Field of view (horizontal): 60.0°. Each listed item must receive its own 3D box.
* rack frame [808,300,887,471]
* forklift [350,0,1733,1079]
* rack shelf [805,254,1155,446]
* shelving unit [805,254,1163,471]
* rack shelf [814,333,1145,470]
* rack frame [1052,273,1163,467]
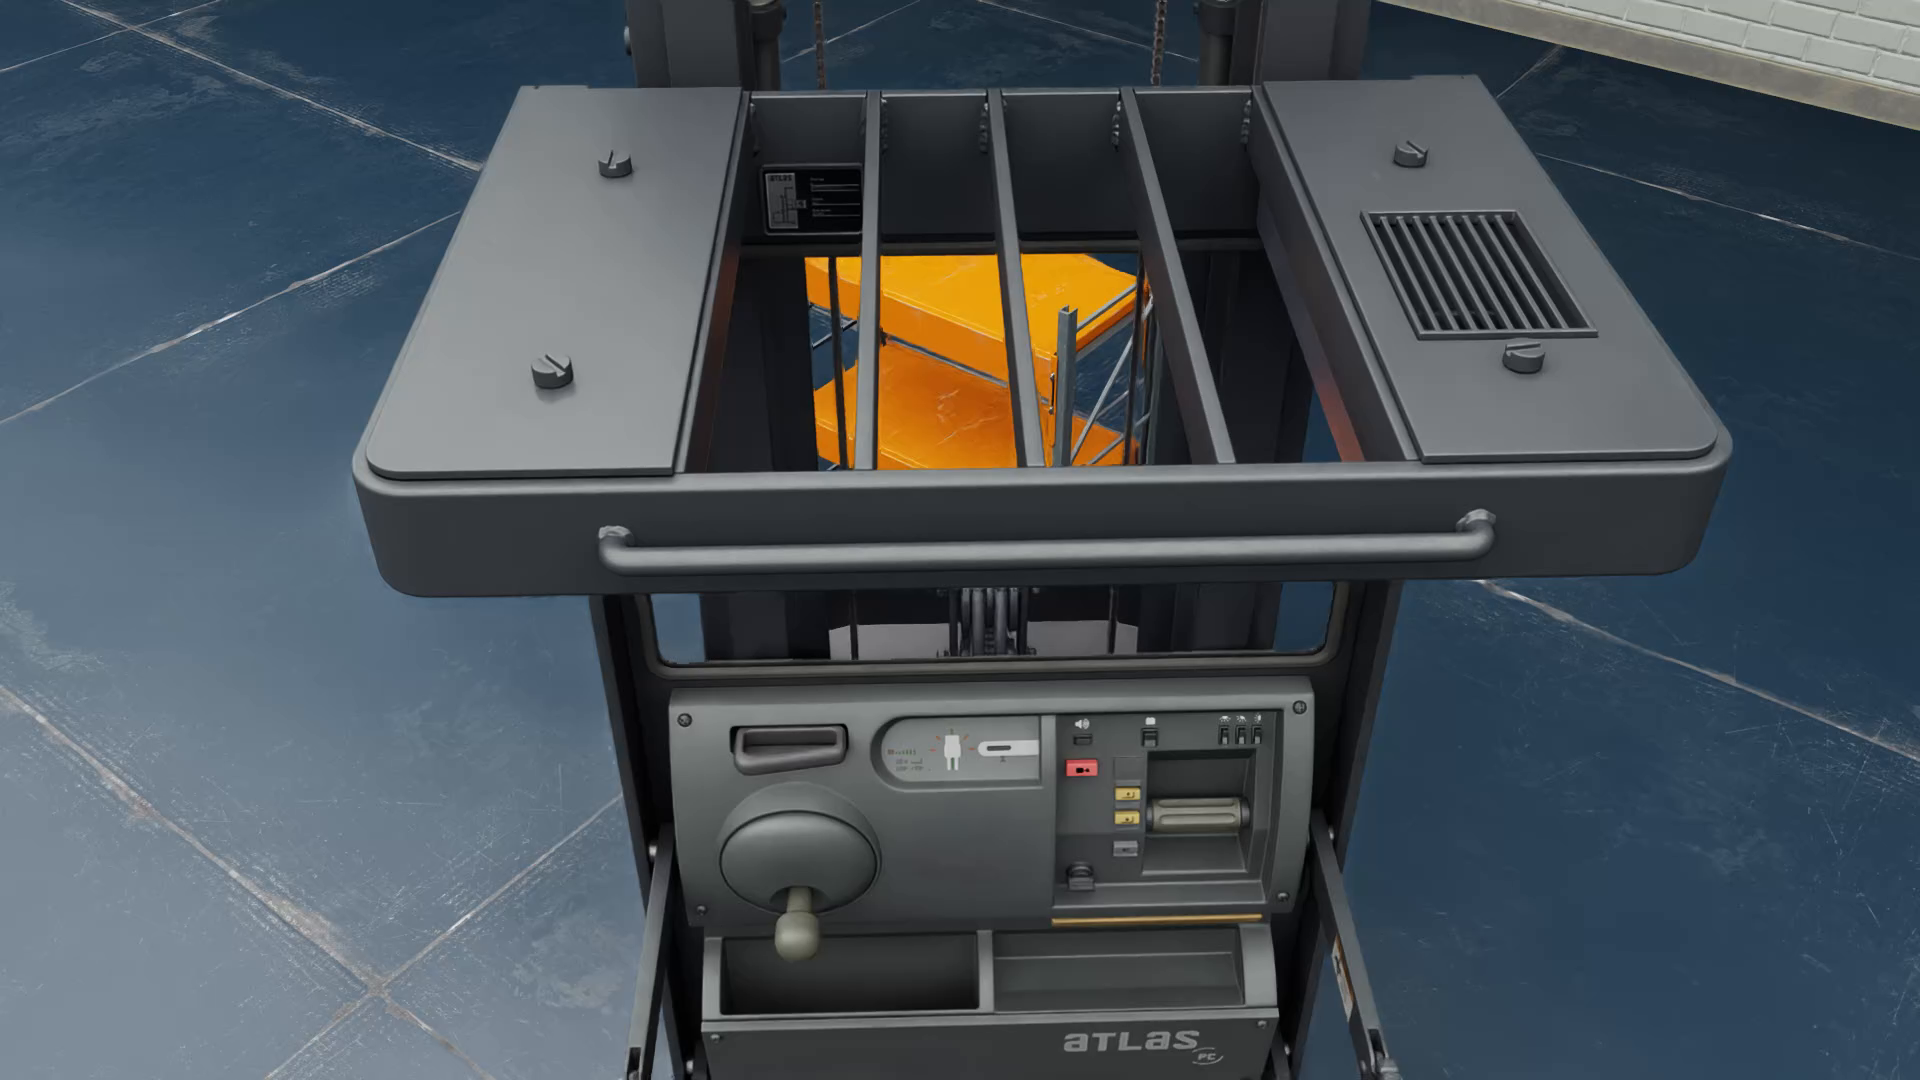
[{"bbox_3d":[-0.398,-0.631,5.143,0.032,1.125,0.500,25,45,29],"label":"rack frame"},{"bbox_3d":[0.057,0.477,2.263,1.130,2.935,3.031,-1,38,-1],"label":"forklift"},{"bbox_3d":[0.005,-0.671,4.720,1.000,0.278,0.538,25,45,29],"label":"rack shelf"},{"bbox_3d":[0.005,-0.440,4.900,1.048,1.125,0.538,25,45,29],"label":"shelving unit"},{"bbox_3d":[0.005,-0.248,5.051,1.000,0.278,0.538,25,45,29],"label":"rack shelf"},{"bbox_3d":[0.409,-0.250,4.657,0.032,1.125,0.500,25,45,29],"label":"rack frame"}]
